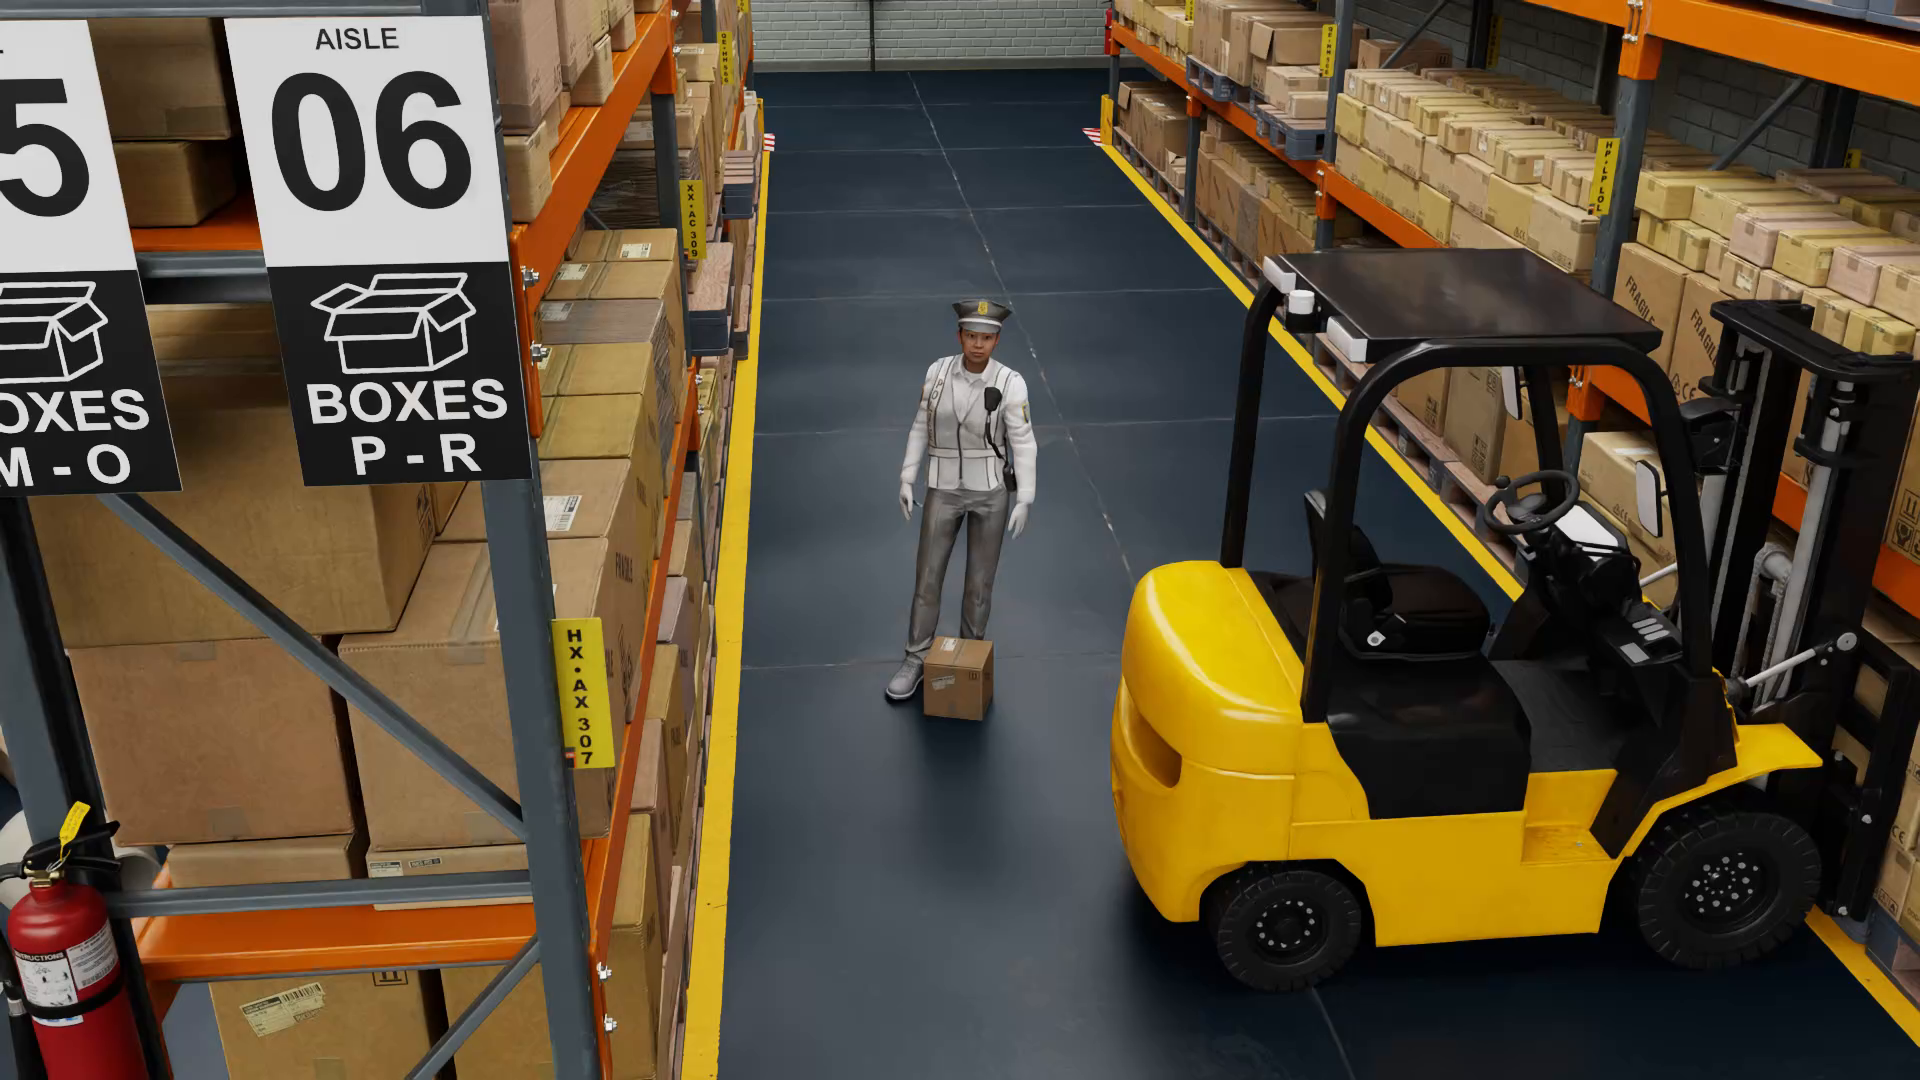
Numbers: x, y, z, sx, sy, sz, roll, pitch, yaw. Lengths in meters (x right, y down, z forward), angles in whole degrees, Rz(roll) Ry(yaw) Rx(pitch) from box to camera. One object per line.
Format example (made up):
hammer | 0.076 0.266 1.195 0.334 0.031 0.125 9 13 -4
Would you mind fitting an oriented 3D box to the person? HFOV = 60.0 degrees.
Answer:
person | 0.015 -0.168 6.917 0.587 1.694 0.529 6 24 12
